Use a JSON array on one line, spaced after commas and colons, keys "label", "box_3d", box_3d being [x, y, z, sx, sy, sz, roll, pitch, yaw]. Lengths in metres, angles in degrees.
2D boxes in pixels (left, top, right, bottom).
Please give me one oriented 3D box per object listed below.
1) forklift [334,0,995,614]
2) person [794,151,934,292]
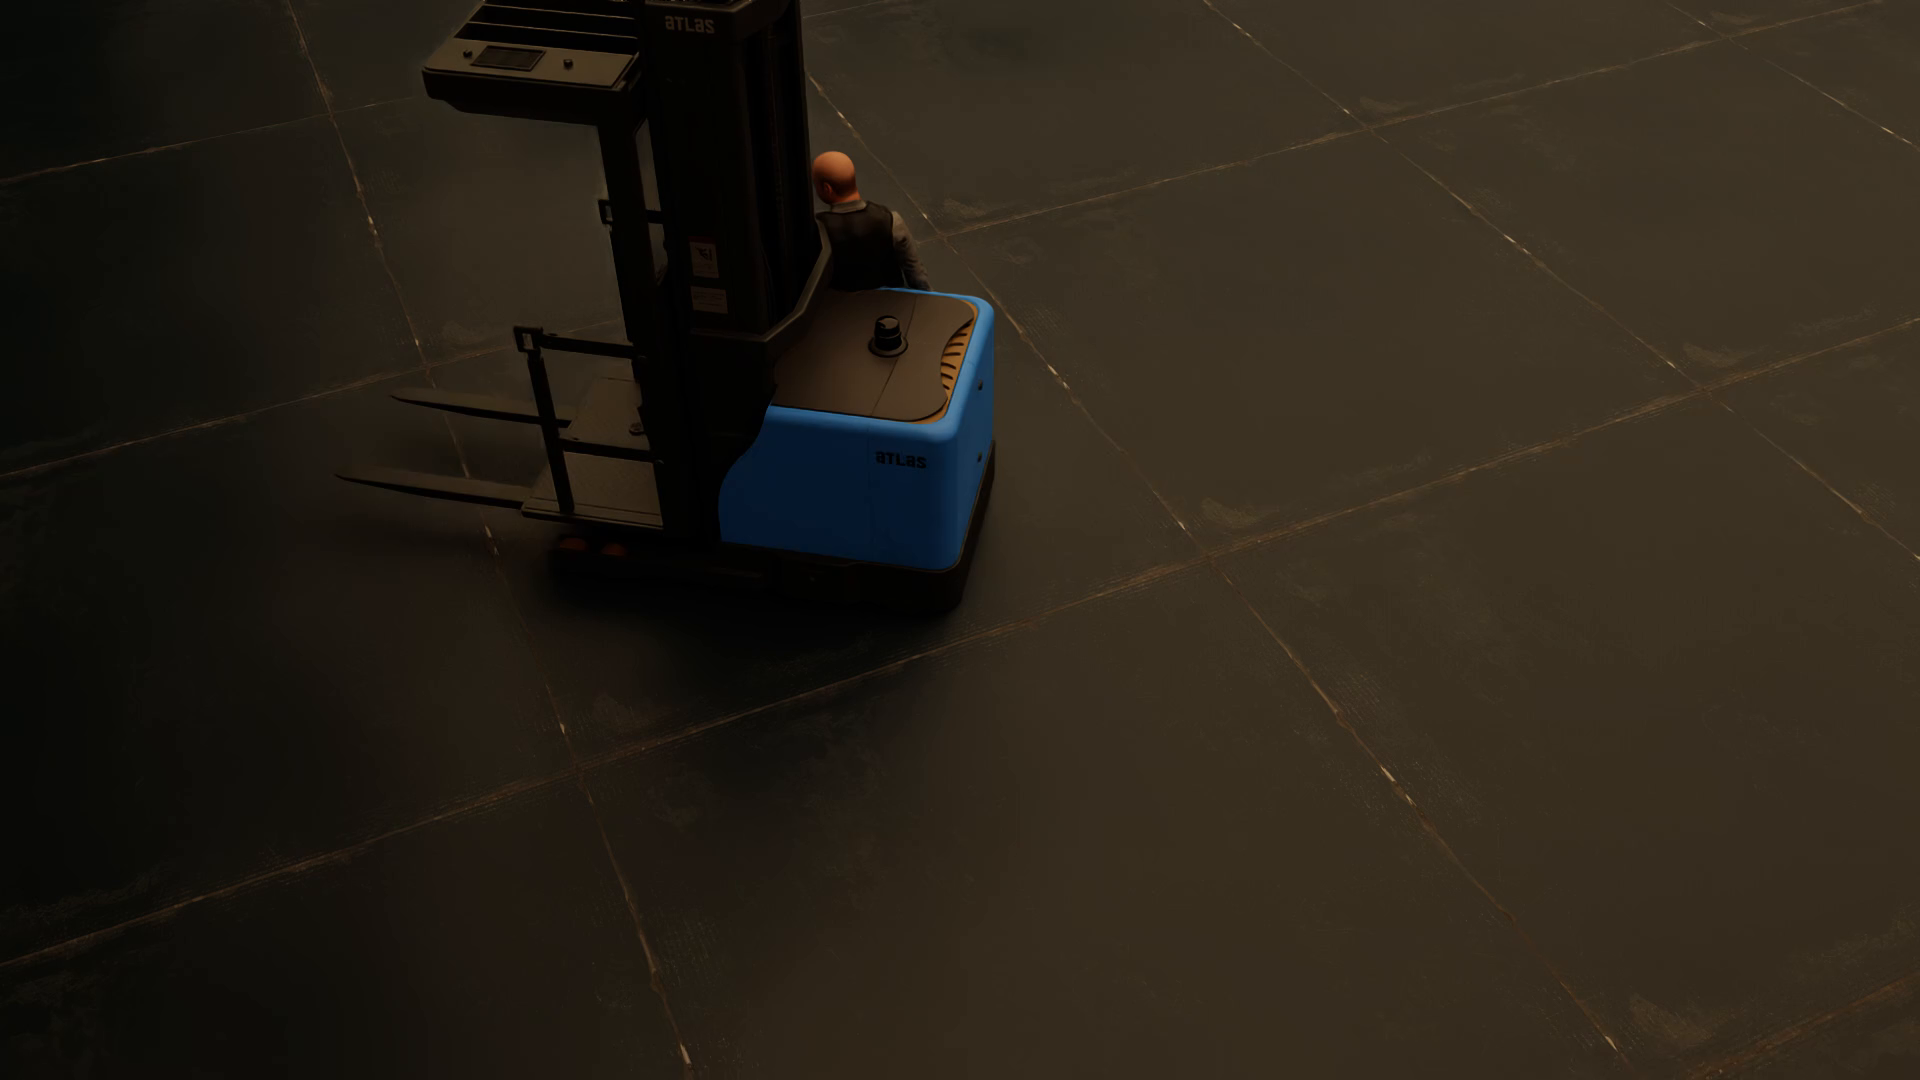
[{"label": "forklift", "box_3d": [-1.402, -1.241, 7.010, 3.031, 2.935, 1.130, 8, 44, 8]}, {"label": "person", "box_3d": [-0.491, -1.119, 7.840, 0.718, 1.687, 0.915, -11, 44, -11]}]
